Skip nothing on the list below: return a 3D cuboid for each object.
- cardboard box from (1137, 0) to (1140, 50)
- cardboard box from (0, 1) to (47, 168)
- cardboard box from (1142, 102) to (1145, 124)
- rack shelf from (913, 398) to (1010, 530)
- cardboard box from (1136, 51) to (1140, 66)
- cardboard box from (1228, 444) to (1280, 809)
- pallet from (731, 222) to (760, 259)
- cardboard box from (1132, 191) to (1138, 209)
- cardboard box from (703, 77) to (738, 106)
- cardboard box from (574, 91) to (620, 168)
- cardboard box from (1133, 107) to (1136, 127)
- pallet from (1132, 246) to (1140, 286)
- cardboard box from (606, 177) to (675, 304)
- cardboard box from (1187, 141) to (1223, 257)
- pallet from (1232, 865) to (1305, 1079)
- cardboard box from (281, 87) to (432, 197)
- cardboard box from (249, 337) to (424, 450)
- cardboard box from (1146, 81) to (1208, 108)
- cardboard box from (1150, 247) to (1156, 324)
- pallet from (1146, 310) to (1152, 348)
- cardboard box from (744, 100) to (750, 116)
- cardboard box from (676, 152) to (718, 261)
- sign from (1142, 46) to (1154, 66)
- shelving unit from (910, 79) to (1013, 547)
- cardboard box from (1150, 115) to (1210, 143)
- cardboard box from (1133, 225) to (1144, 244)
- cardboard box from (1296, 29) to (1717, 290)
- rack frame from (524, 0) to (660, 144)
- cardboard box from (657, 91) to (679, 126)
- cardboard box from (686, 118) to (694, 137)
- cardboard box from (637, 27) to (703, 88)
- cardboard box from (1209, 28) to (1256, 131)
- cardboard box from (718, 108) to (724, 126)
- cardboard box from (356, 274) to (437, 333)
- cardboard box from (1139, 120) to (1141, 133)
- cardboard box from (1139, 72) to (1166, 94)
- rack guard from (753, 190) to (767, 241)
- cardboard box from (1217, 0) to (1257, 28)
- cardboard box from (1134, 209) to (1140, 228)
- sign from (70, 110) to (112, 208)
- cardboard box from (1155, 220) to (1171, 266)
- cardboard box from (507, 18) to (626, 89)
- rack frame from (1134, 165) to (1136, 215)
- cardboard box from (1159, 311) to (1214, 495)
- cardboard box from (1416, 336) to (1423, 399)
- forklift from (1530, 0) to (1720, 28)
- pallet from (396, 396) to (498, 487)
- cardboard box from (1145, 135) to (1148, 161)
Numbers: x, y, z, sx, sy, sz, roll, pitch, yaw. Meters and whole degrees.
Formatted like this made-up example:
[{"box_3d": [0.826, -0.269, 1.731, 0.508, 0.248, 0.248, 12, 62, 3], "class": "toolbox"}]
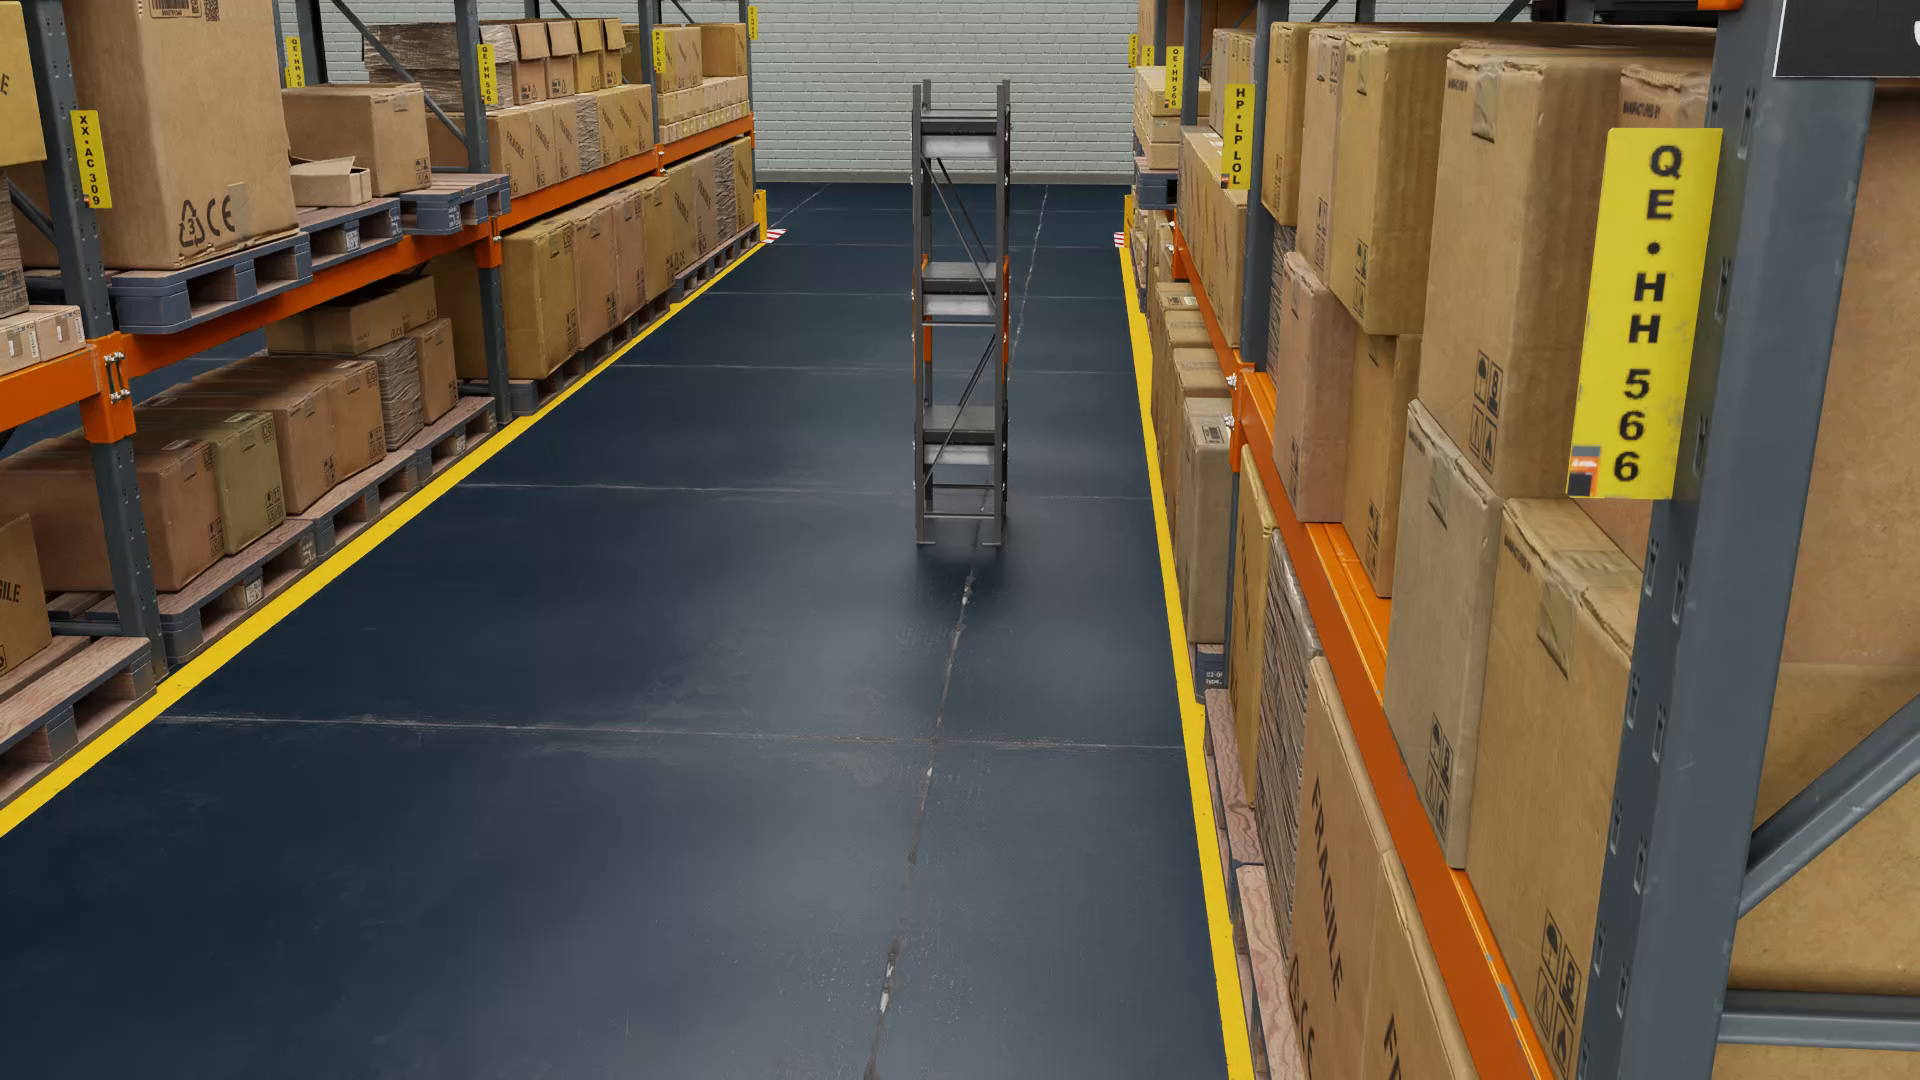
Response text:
[{"box_3d": [1.990, -5.013, 16.162, 0.500, 0.500, 0.500, 1, 18, 4], "class": "cardboard box"}, {"box_3d": [-3.271, -1.416, 5.183, 0.500, 0.500, 0.500, 1, 18, 4], "class": "cardboard box"}, {"box_3d": [1.385, -2.784, 10.853, 0.380, 0.149, 0.250, 2, 18, 5], "class": "cardboard box"}, {"box_3d": [0.012, -0.371, 7.975, 0.431, 0.518, 0.480, 1, 18, 4], "class": "rack shelf"}, {"box_3d": [1.979, -4.538, 16.318, 0.500, 0.500, 0.500, 2, 18, 7], "class": "cardboard box"}, {"box_3d": [1.311, 0.248, 5.087, 0.875, 0.875, 0.875, 2, 18, 5], "class": "cardboard box"}, {"box_3d": [-2.633, -3.050, 16.891, 1.003, 0.211, 1.213, 1, 18, 4], "class": "pallet"}, {"box_3d": [1.865, -3.291, 16.099, 0.380, 0.149, 0.250, 1, 18, 4], "class": "cardboard box"}, {"box_3d": [-2.460, -4.381, 16.239, 0.500, 0.250, 0.500, 1, 18, 3], "class": "cardboard box"}, {"box_3d": [-2.774, -2.963, 11.987, 0.500, 0.500, 0.500, 1, 18, 3], "class": "cardboard box"}, {"box_3d": [1.513, -3.209, 12.627, 0.380, 0.149, 0.250, 0, 18, 1], "class": "cardboard box"}, {"box_3d": [2.097, -2.505, 15.228, 1.003, 0.211, 1.213, 1, 18, 4], "class": "pallet"}, {"box_3d": [-2.966, -2.373, 13.086, 1.225, 0.875, 0.875, 1, 18, 4], "class": "cardboard box"}, {"box_3d": [1.341, -1.598, 7.821, 0.500, 0.500, 0.500, 1, 18, 4], "class": "cardboard box"}, {"box_3d": [1.209, 1.184, 3.972, 1.003, 0.211, 1.213, 1, 18, 4], "class": "pallet"}, {"box_3d": [-3.166, -2.043, 8.506, 0.700, 0.500, 0.500, 4, 19, 12], "class": "cardboard box"}, {"box_3d": [-3.282, -0.780, 8.795, 0.700, 0.500, 0.500, 0, 18, -1], "class": "cardboard box"}, {"box_3d": [1.345, -2.766, 10.320, 0.380, 0.149, 0.250, 2, 18, 6], "class": "cardboard box"}, {"box_3d": [1.646, -1.864, 12.135, 0.500, 0.500, 0.500, 2, 18, 6], "class": "cardboard box"}, {"box_3d": [1.945, -1.674, 12.691, 1.003, 0.211, 1.213, 1, 18, 4], "class": "pallet"}, {"box_3d": [-2.350, -4.388, 16.899, 0.380, 0.149, 0.250, 2, 18, 5], "class": "cardboard box"}, {"box_3d": [-2.749, -3.055, 15.168, 0.875, 0.875, 0.875, 1, 18, 4], "class": "cardboard box"}, {"box_3d": [1.458, -3.662, 12.890, 0.100, 0.325, 0.005, 1, 18, 4], "class": "sign"}, {"box_3d": [0.012, -1.049, 7.753, 0.431, 2.100, 0.503, 1, 18, 4], "class": "shelving unit"}, {"box_3d": [1.294, -2.383, 9.631, 0.380, 0.149, 0.250, 2, 18, 5], "class": "cardboard box"}, {"box_3d": [1.854, -2.935, 15.966, 0.380, 0.149, 0.250, 2, 18, 5], "class": "cardboard box"}, {"box_3d": [1.266, -0.888, 3.842, 0.875, 0.550, 0.550, 1, 18, 4], "class": "cardboard box"}, {"box_3d": [-2.940, -3.383, 13.429, 1.000, 3.000, 0.127, 1, 18, 4], "class": "rack frame"}, {"box_3d": [-2.645, -3.593, 13.833, 0.500, 0.250, 0.500, 1, 18, 3], "class": "cardboard box"}, {"box_3d": [-2.533, -3.593, 14.474, 0.380, 0.149, 0.250, 1, 18, 2], "class": "cardboard box"}, {"box_3d": [-2.575, -4.267, 14.685, 0.500, 0.500, 0.500, 1, 18, 2], "class": "cardboard box"}, {"box_3d": [1.671, -2.382, 8.608, 0.700, 0.500, 0.500, 1, 18, 4], "class": "cardboard box"}, {"box_3d": [-2.440, -3.990, 15.685, 0.380, 0.149, 0.250, 1, 18, 4], "class": "cardboard box"}, {"box_3d": [-3.245, -1.309, 9.204, 0.500, 0.250, 0.500, 2, 18, 6], "class": "cardboard box"}, {"box_3d": [1.425, -2.803, 11.389, 0.380, 0.149, 0.250, 1, 18, 3], "class": "cardboard box"}, {"box_3d": [1.440, -3.168, 11.548, 0.380, 0.149, 0.250, 1, 18, 3], "class": "cardboard box"}, {"box_3d": [-2.652, -3.445, 17.632, 1.175, 0.500, 0.348, 1, 18, 4], "class": "rack guard"}, {"box_3d": [2.275, -4.039, 13.189, 0.500, 0.500, 0.500, 2, 18, 5], "class": "cardboard box"}, {"box_3d": [1.861, -3.073, 15.910, 0.380, 0.149, 0.250, 2, 18, 6], "class": "cardboard box"}, {"box_3d": [-2.972, -1.300, 5.682, 0.100, 0.325, 0.005, 1, 18, 4], "class": "sign"}, {"box_3d": [1.607, -2.061, 11.532, 0.500, 0.250, 0.500, 2, 18, 6], "class": "cardboard box"}, {"box_3d": [-2.978, -3.708, 12.651, 0.797, 0.503, 0.637, 1, 18, 2], "class": "cardboard box"}, {"box_3d": [2.287, -4.483, 16.787, 1.000, 3.000, 0.127, 1, 18, 4], "class": "rack frame"}, {"box_3d": [1.520, -0.670, 8.089, 1.050, 0.750, 0.750, 2, 18, 5], "class": "cardboard box"}, {"box_3d": [1.304, -0.043, 2.998, 0.875, 0.550, 0.550, 1, 18, 4], "class": "cardboard box"}, {"box_3d": [3.959, -2.199, 9.926, 1.130, 2.935, 3.031, 0, 18, 0], "class": "forklift"}, {"box_3d": [-3.284, -0.572, 9.331, 1.003, 0.211, 1.213, 1, 18, 4], "class": "pallet"}, {"box_3d": [1.328, -2.399, 10.156, 0.380, 0.149, 0.250, 2, 18, 5], "class": "cardboard box"}]
